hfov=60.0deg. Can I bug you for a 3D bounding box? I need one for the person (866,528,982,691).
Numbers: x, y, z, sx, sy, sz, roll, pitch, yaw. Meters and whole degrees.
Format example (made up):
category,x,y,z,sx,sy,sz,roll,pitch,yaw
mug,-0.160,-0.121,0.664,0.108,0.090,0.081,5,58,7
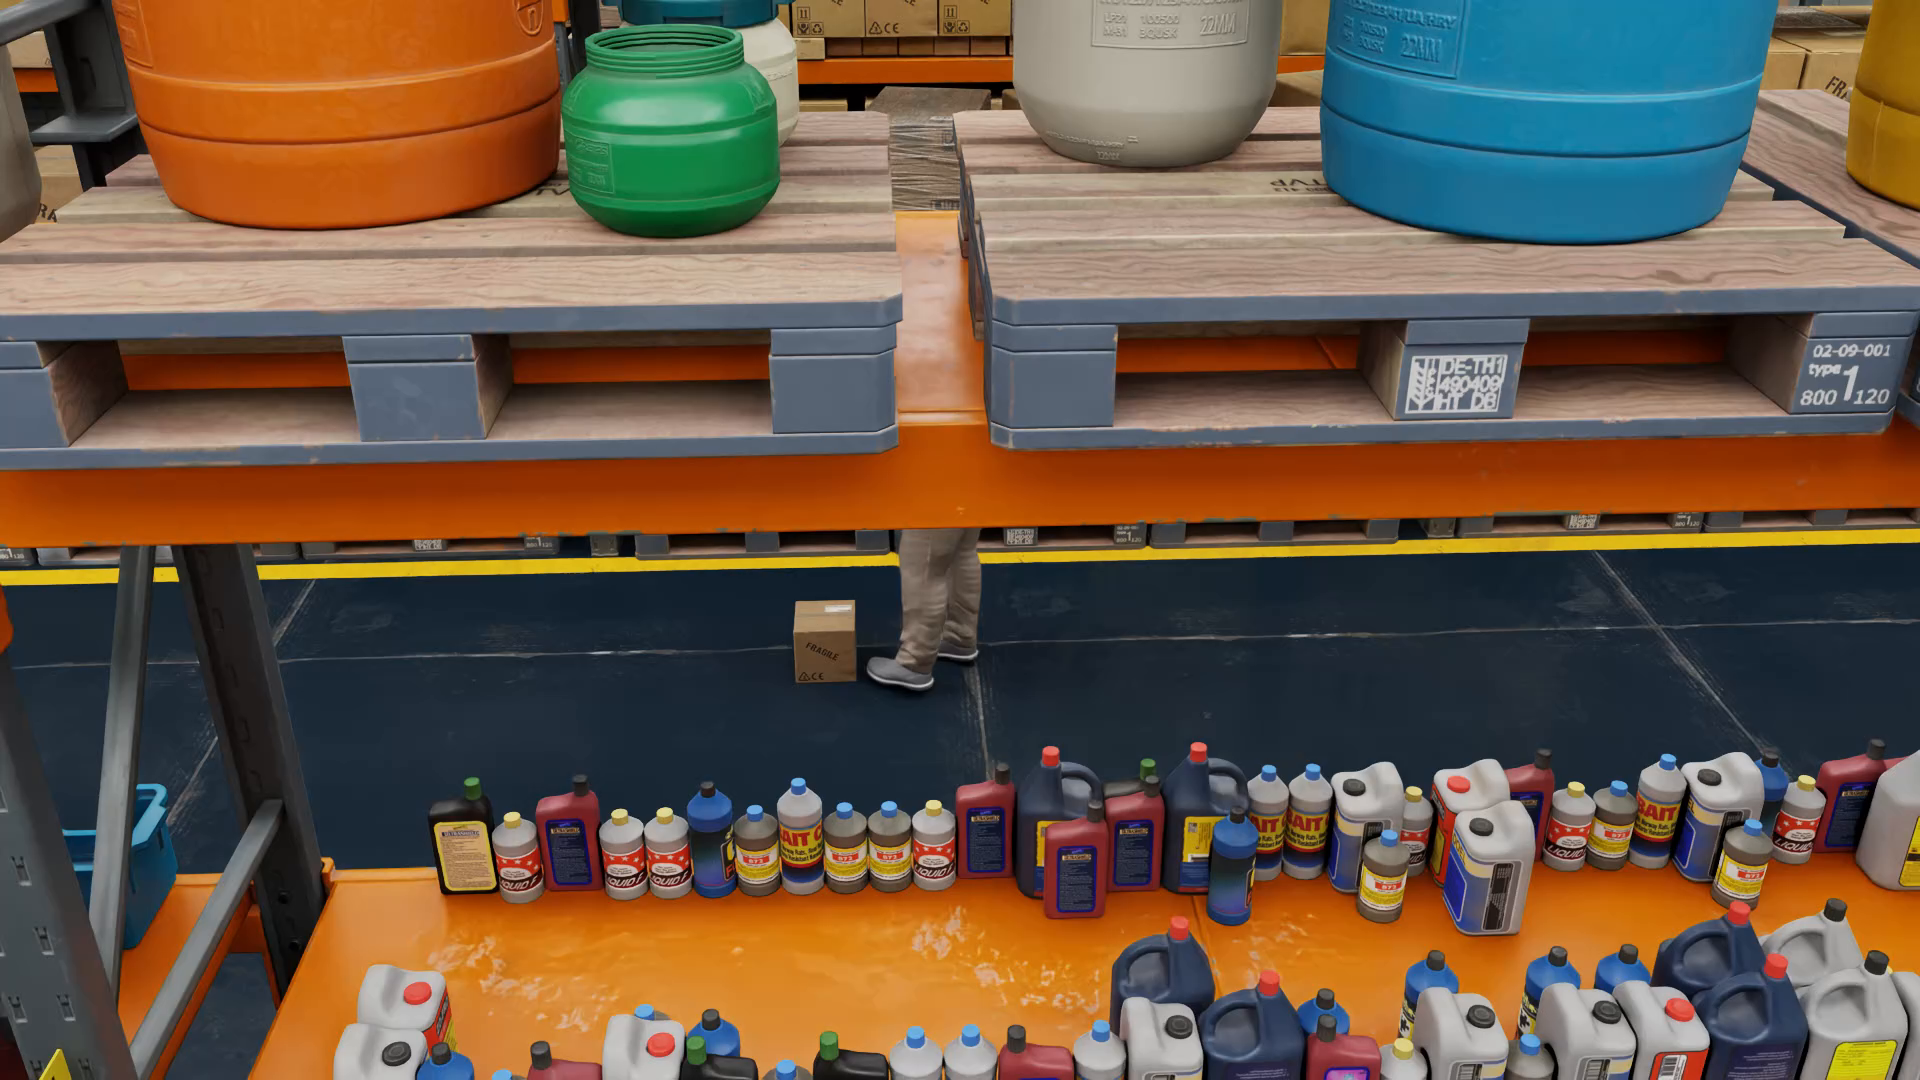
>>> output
category,x,y,z,sx,sy,sz,roll,pitch,yaw
person,-0.118,-0.260,6.609,0.486,1.737,0.581,6,28,12
